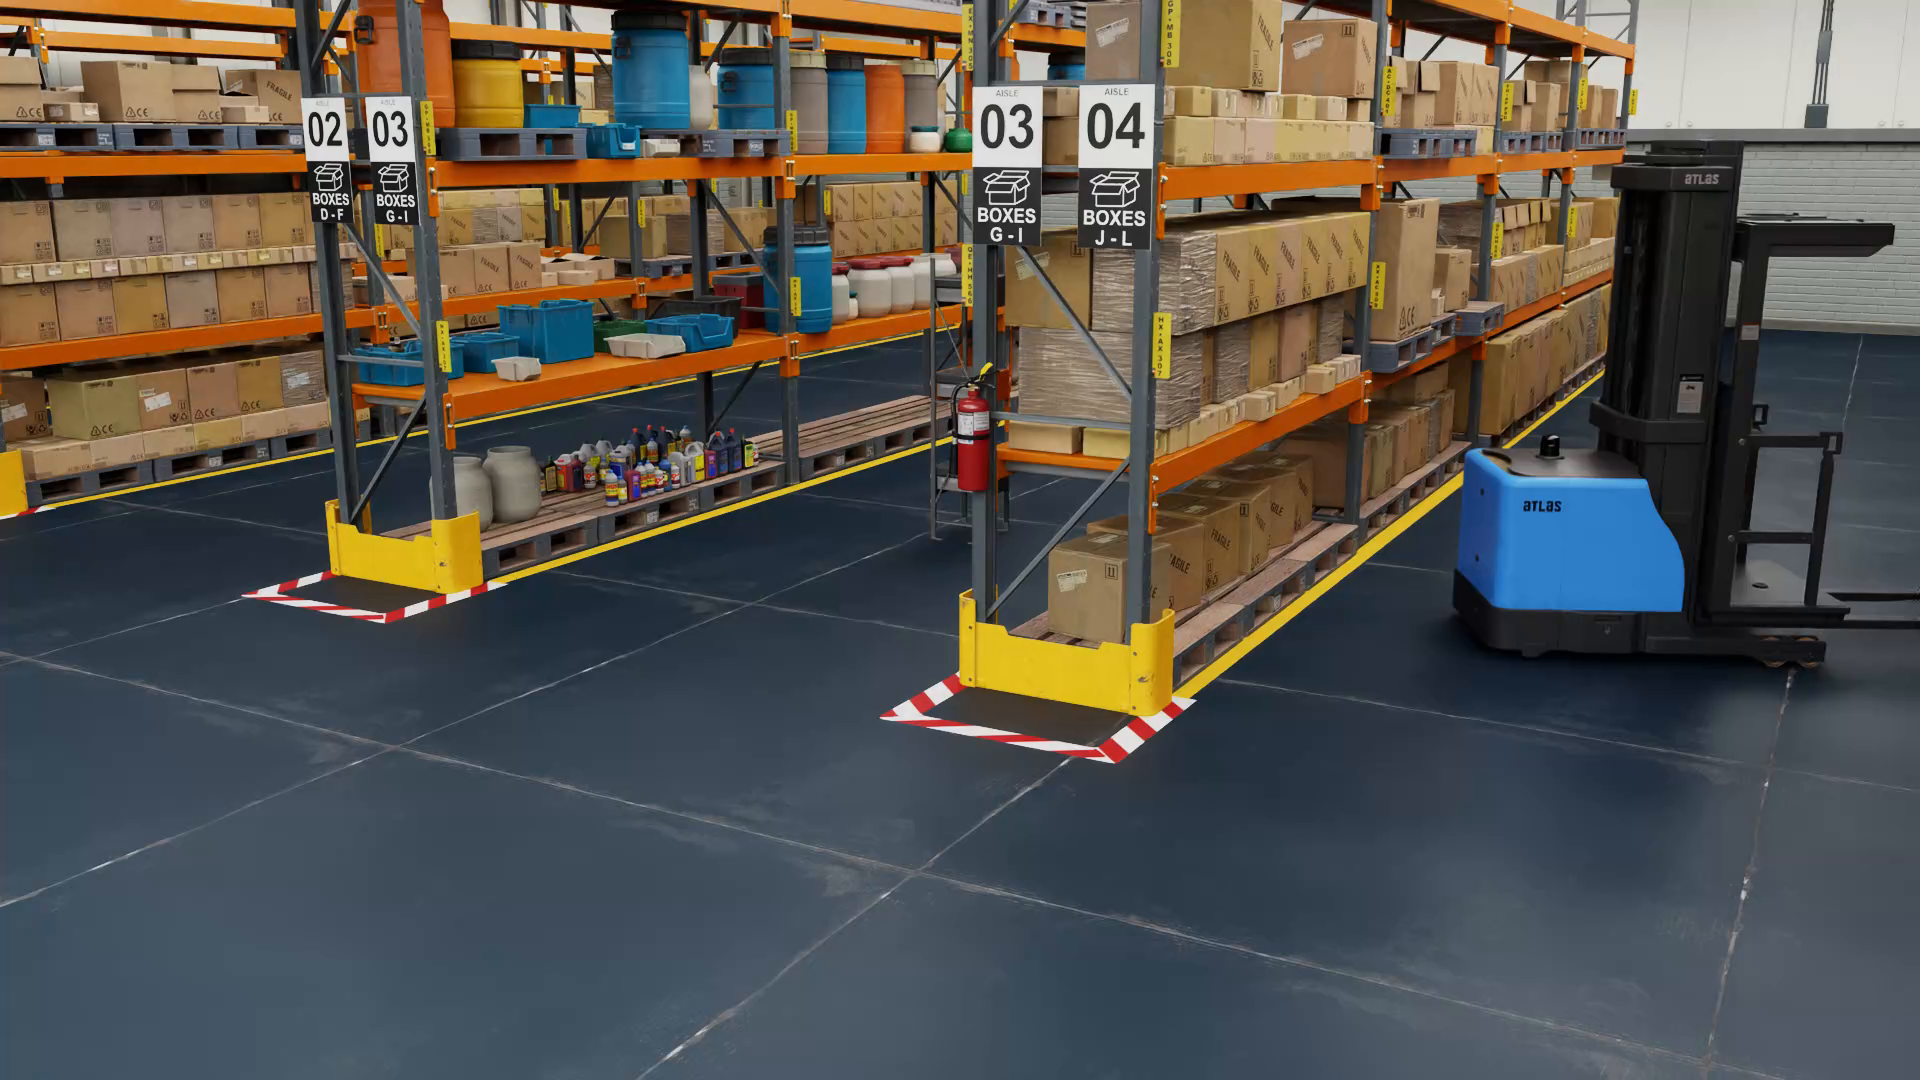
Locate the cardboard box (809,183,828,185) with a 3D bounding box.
[{"bbox_3d":[-2.075,-4.972,24.411,0.500,0.500,0.500,7,15,27],"label":"cardboard box"}]

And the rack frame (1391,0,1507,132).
[{"bbox_3d":[4.398,-5.172,14.785,1.000,3.000,0.127,7,15,28],"label":"rack frame"}]

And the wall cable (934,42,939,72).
[{"bbox_3d":[0.673,-10.256,31.723,3.097,2.526,0.112,7,15,28],"label":"wall cable"}]

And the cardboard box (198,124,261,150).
[{"bbox_3d":[-9.318,-5.202,21.046,0.797,0.503,0.637,10,17,36],"label":"cardboard box"}]

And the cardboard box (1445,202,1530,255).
[{"bbox_3d":[5.402,-3.211,17.101,0.797,0.503,0.637,8,16,30],"label":"cardboard box"}]

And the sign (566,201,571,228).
[{"bbox_3d":[-4.751,-3.962,20.268,0.100,0.325,0.005,7,15,28],"label":"sign"}]

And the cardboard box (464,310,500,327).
[{"bbox_3d":[-7.304,-3.588,24.706,0.750,0.750,0.750,8,16,30],"label":"cardboard box"}]

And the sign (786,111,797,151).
[{"bbox_3d":[-1.395,-3.394,13.791,0.100,0.325,0.005,7,15,28],"label":"sign"}]

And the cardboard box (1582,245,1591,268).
[{"bbox_3d":[7.279,-3.423,20.016,0.500,0.250,0.500,8,16,29],"label":"cardboard box"}]

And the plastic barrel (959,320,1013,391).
[{"bbox_3d":[0.284,-2.068,18.445,0.600,0.830,0.708,7,15,28],"label":"plastic barrel"}]

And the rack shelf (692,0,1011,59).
[{"bbox_3d":[-0.904,-4.778,15.542,1.077,0.370,4.000,7,15,28],"label":"rack shelf"}]

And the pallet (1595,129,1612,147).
[{"bbox_3d":[7.328,-4.907,20.277,1.003,0.211,1.213,7,15,28],"label":"pallet"}]

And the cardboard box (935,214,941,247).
[{"bbox_3d":[-0.630,-4.839,25.991,0.500,0.500,0.500,8,15,29],"label":"cardboard box"}]

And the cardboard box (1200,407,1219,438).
[{"bbox_3d":[1.252,-0.676,9.472,0.380,0.149,0.250,7,15,28],"label":"cardboard box"}]

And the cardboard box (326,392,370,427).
[{"bbox_3d":[-6.238,-1.305,16.519,0.500,0.250,0.500,7,15,28],"label":"cardboard box"}]

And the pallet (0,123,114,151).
[{"bbox_3d":[-7.775,-3.295,13.587,1.003,0.211,1.213,7,15,28],"label":"pallet"}]

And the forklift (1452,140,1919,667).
[{"bbox_3d":[4.603,-0.826,9.705,3.031,2.935,1.130,1,14,3],"label":"forklift"}]

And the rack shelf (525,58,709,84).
[{"bbox_3d":[-5.709,-7.542,27.006,1.077,0.370,4.000,7,15,28],"label":"rack shelf"}]

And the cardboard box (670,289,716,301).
[{"bbox_3d":[-3.511,-3.183,22.129,0.500,0.250,0.500,7,15,27],"label":"cardboard box"}]

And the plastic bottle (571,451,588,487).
[{"bbox_3d":[-3.088,-0.568,13.364,0.152,0.276,0.135,7,15,26],"label":"plastic bottle"}]

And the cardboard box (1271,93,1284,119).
[{"bbox_3d":[1.720,-2.598,9.979,0.380,0.149,0.250,7,15,26],"label":"cardboard box"}]

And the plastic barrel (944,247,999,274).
[{"bbox_3d":[0.103,-2.753,17.263,0.600,0.536,0.708,7,15,28],"label":"plastic barrel"}]

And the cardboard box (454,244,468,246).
[{"bbox_3d":[-7.383,-4.237,24.201,0.380,0.149,0.250,8,16,30],"label":"cardboard box"}]

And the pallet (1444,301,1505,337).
[{"bbox_3d":[4.147,-2.004,14.854,1.213,0.211,1.003,7,15,28],"label":"pallet"}]

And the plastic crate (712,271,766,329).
[{"bbox_3d":[-1.905,-2.161,14.960,0.402,0.464,0.583,7,15,28],"label":"plastic crate"}]

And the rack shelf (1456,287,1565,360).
[{"bbox_3d":[5.365,-2.316,17.275,1.077,0.370,4.000,7,15,28],"label":"rack shelf"}]

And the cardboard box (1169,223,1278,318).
[{"bbox_3d":[1.524,-1.580,9.705,0.500,0.500,0.500,7,15,28],"label":"cardboard box"}]

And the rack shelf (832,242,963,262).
[{"bbox_3d":[-1.371,-4.260,25.337,1.077,0.370,4.000,7,15,28],"label":"rack shelf"}]

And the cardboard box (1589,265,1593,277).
[{"bbox_3d":[7.518,-3.297,20.344,0.380,0.149,0.250,7,15,26],"label":"cardboard box"}]

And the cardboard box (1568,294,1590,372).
[{"bbox_3d":[7.156,-2.558,20.382,0.875,0.875,0.875,7,15,28],"label":"cardboard box"}]

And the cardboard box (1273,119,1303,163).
[{"bbox_3d":[1.724,-2.384,9.942,0.500,0.250,0.500,8,16,30],"label":"cardboard box"}]

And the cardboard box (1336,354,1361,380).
[{"bbox_3d":[2.618,-1.235,11.793,0.380,0.149,0.250,7,15,28],"label":"cardboard box"}]

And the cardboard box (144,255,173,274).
[{"bbox_3d":[-7.140,-2.422,14.581,0.380,0.149,0.250,7,15,27],"label":"cardboard box"}]

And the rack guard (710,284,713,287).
[{"bbox_3d":[-4.731,-4.370,29.593,1.175,0.500,0.348,7,15,28],"label":"rack guard"}]

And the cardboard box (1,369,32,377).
[{"bbox_3d":[-10.776,-1.842,18.879,0.380,0.166,0.250,5,15,21],"label":"cardboard box"}]

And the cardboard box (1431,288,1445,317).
[{"bbox_3d":[3.829,-2.021,13.909,0.396,0.266,0.258,7,15,26],"label":"cardboard box"}]

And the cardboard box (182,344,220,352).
[{"bbox_3d":[-9.714,-2.482,20.822,0.700,0.500,0.500,8,15,29],"label":"cardboard box"}]

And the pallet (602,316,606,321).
[{"bbox_3d":[-5.651,-3.802,27.855,1.003,0.211,1.213,7,15,28],"label":"pallet"}]

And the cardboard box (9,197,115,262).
[{"bbox_3d":[-7.627,-2.630,14.062,0.700,0.500,0.500,7,15,27],"label":"cardboard box"}]

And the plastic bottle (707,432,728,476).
[{"bbox_3d":[-2.023,-0.718,13.824,0.144,0.351,0.185,7,15,25],"label":"plastic bottle"}]

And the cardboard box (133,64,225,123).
[{"bbox_3d":[-7.112,-4.015,14.971,0.797,0.503,0.637,9,16,34],"label":"cardboard box"}]

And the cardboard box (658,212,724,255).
[{"bbox_3d":[-3.457,-3.939,21.363,0.700,0.500,0.500,11,17,38],"label":"cardboard box"}]

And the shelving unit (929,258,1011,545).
[{"bbox_3d":[0.080,-1.055,12.428,0.431,2.100,0.503,7,15,28],"label":"shelving unit"}]

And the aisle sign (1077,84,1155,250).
[{"bbox_3d":[0.764,-1.831,8.182,0.394,0.787,0.004,7,15,28],"label":"aisle sign"}]

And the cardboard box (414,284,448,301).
[{"bbox_3d":[-5.598,-2.594,17.430,0.380,0.149,0.250,7,15,28],"label":"cardboard box"}]

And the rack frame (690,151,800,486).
[{"bbox_3d":[-1.871,-1.996,14.412,1.000,3.000,0.127,7,15,28],"label":"rack frame"}]

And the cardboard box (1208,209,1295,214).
[{"bbox_3d":[2.025,-2.050,11.657,0.500,0.500,0.500,7,15,28],"label":"cardboard box"}]

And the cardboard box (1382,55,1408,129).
[{"bbox_3d":[2.779,-3.232,12.025,0.797,0.503,0.637,7,15,25],"label":"cardboard box"}]

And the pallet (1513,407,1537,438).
[{"bbox_3d":[5.436,-1.302,17.485,1.003,0.211,1.213,7,15,28],"label":"pallet"}]

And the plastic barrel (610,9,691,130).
[{"bbox_3d":[-2.446,-3.710,13.156,0.600,0.901,0.708,7,15,28],"label":"plastic barrel"}]

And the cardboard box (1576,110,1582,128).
[{"bbox_3d":[6.922,-5.113,19.618,0.700,0.500,0.500,8,16,31],"label":"cardboard box"}]

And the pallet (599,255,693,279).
[{"bbox_3d":[-4.005,-3.432,20.779,1.213,0.211,1.003,7,15,28],"label":"pallet"}]

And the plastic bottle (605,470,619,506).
[{"bbox_3d":[-2.655,-0.399,12.673,0.097,0.271,0.097,0,14,0],"label":"plastic bottle"}]

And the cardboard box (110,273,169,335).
[{"bbox_3d":[-7.407,-2.090,14.587,0.700,0.500,0.500,7,15,28],"label":"cardboard box"}]

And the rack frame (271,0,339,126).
[{"bbox_3d":[-8.610,-6.855,21.769,1.000,3.000,0.127,7,15,28],"label":"rack frame"}]

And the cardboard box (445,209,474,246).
[{"bbox_3d":[-7.404,-4.528,24.026,0.500,0.500,0.500,8,16,30],"label":"cardboard box"}]

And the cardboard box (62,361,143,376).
[{"bbox_3d":[-7.670,-1.320,14.978,0.500,0.500,0.500,7,15,28],"label":"cardboard box"}]
